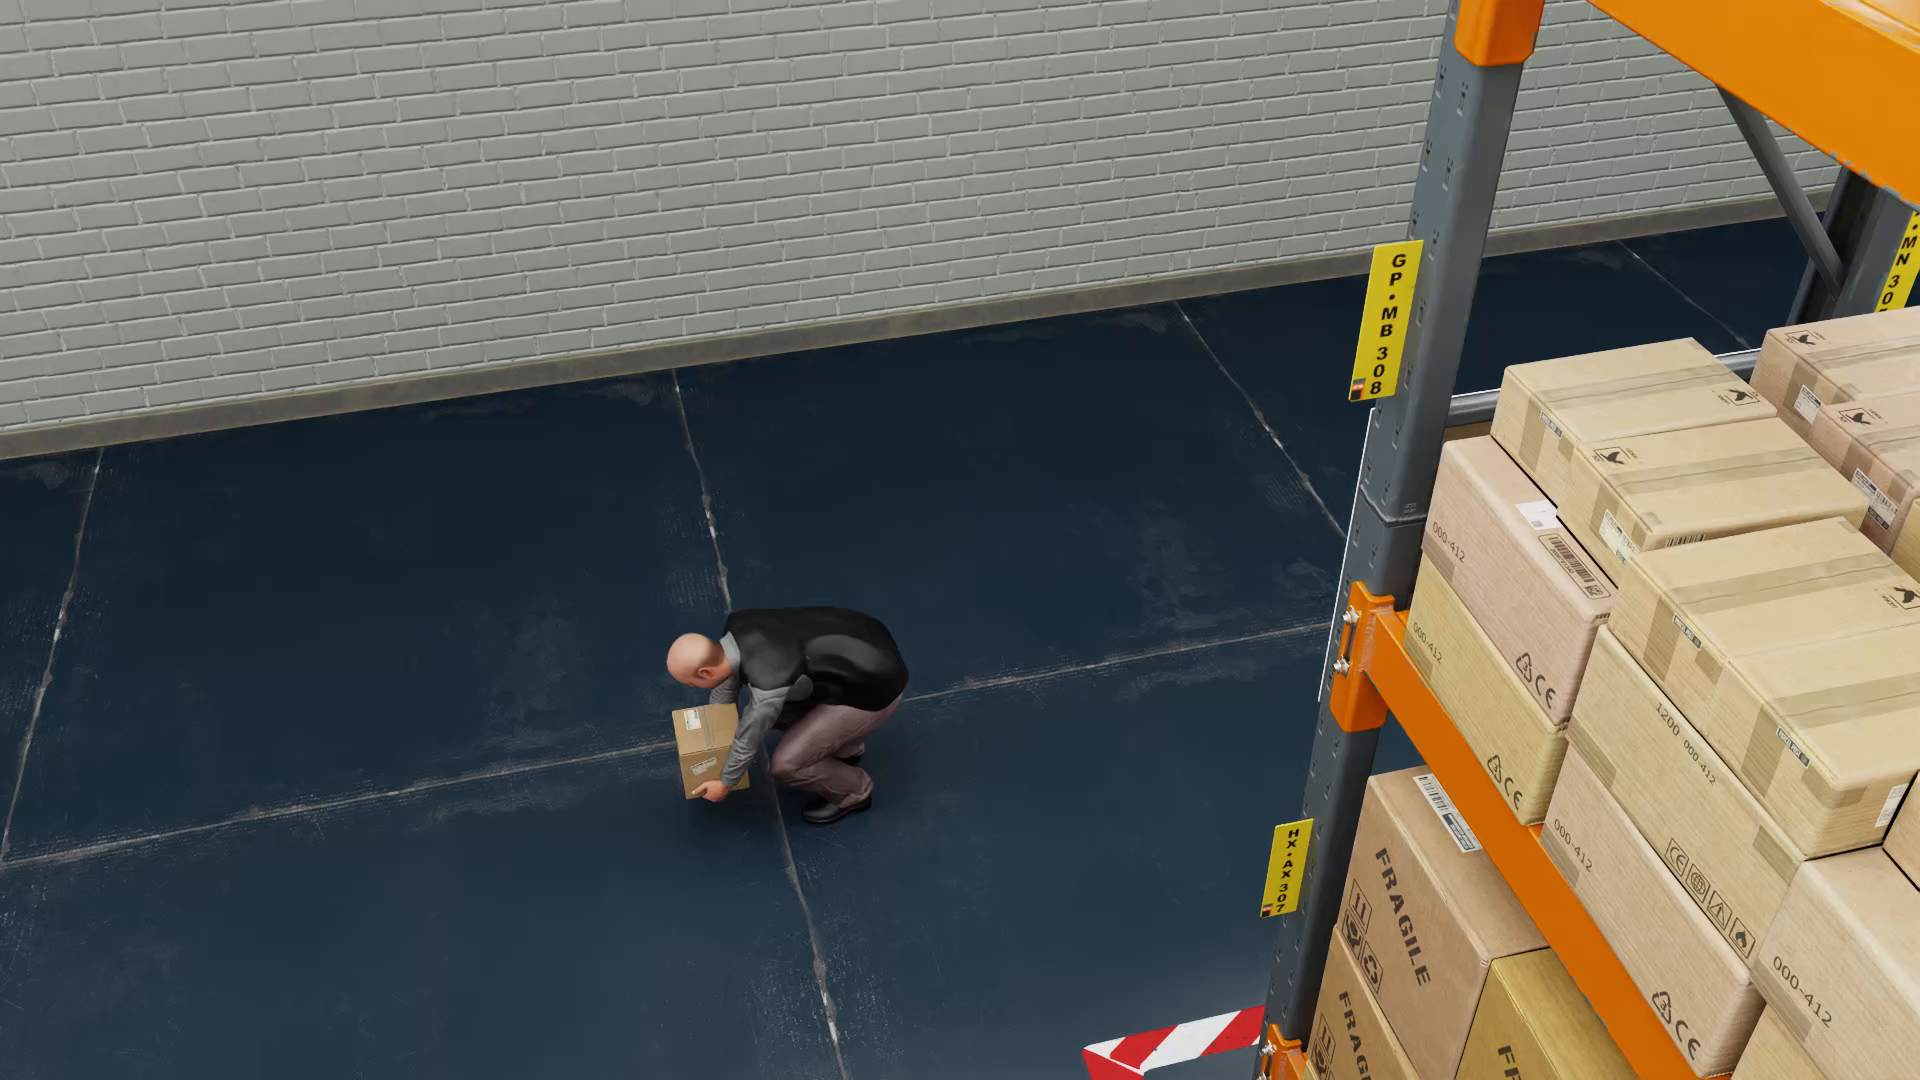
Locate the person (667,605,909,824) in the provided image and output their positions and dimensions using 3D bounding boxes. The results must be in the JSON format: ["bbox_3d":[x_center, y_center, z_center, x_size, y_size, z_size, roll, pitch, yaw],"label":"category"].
[{"bbox_3d":[-0.658,0.662,6.514,0.908,0.956,0.514,-11,39,-13],"label":"person"}]
